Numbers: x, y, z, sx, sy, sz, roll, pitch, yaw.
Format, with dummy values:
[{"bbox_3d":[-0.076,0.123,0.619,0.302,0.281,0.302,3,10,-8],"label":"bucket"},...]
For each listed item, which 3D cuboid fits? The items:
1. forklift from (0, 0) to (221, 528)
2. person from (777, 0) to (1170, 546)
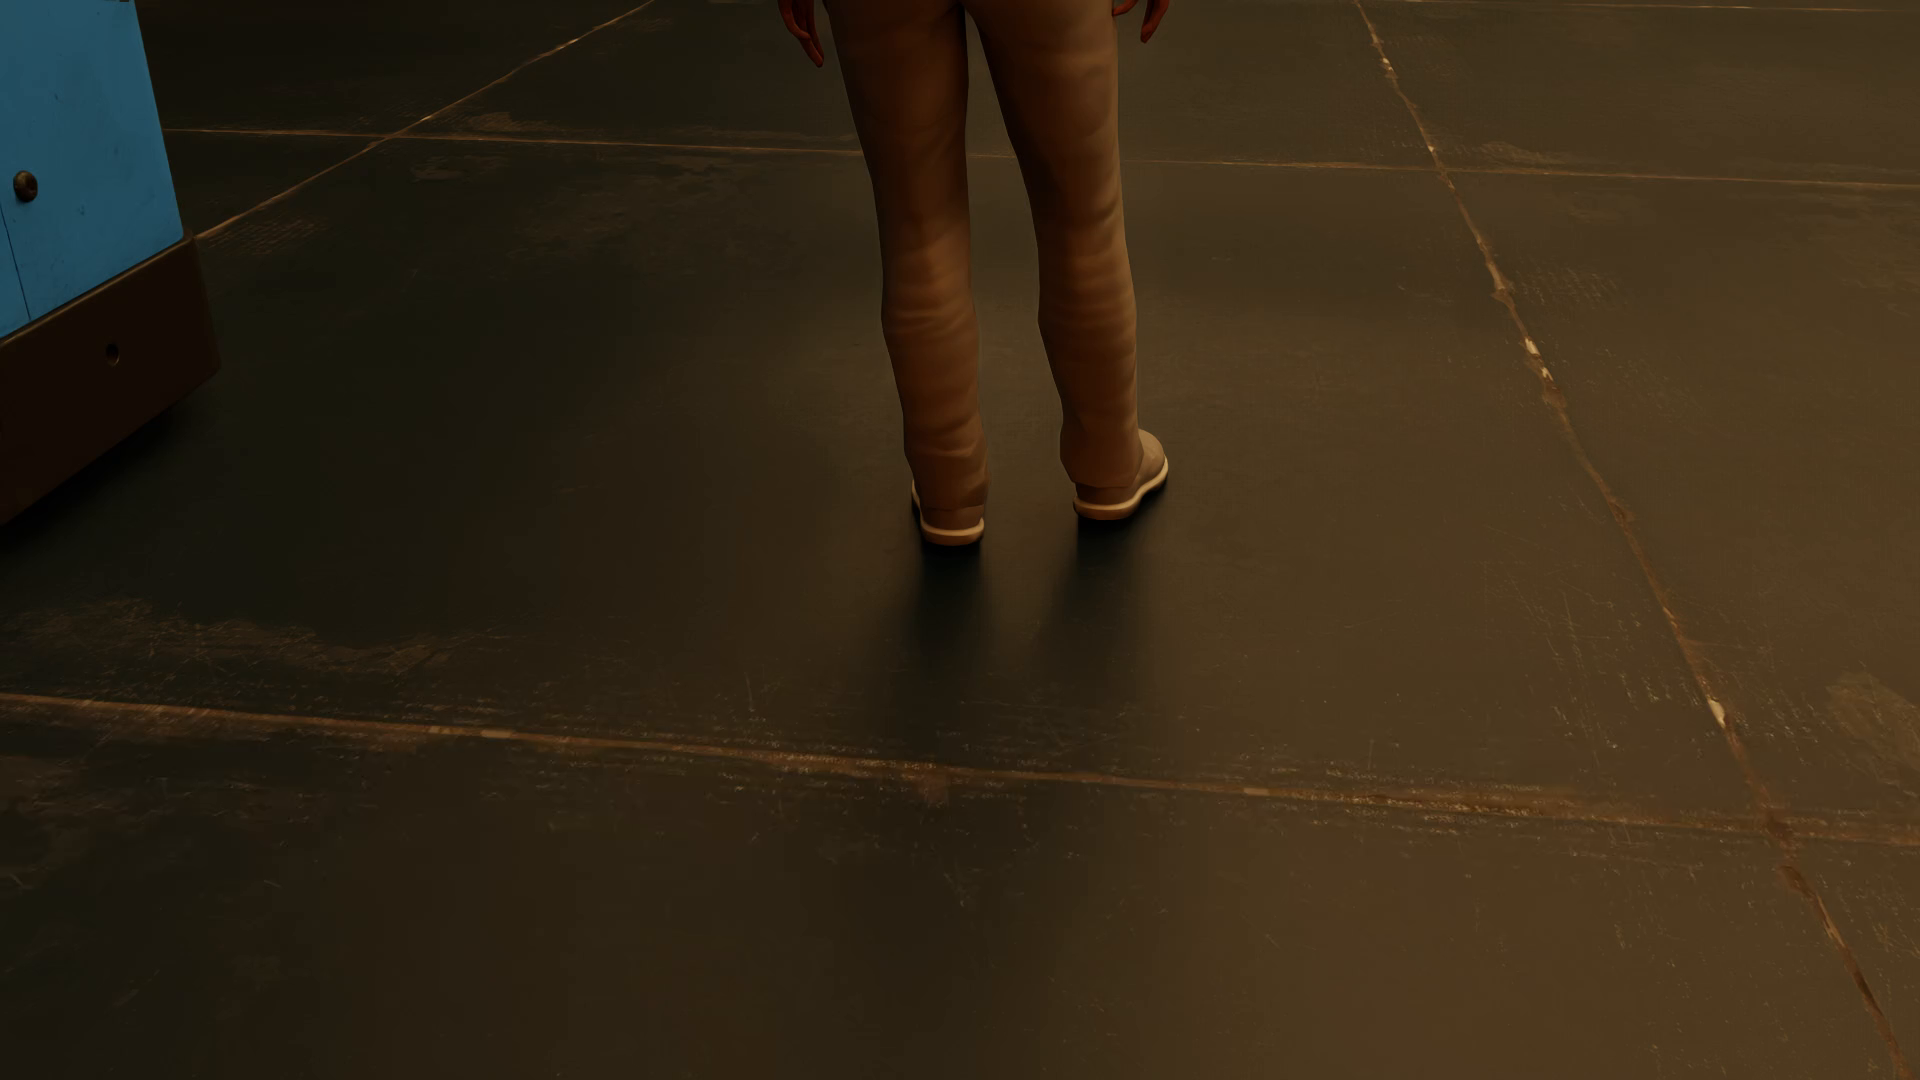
[{"bbox_3d":[-2.857,-1.417,2.057,3.031,2.935,1.130,3,27,5],"label":"forklift"},{"bbox_3d":[0.030,-0.797,2.182,0.570,1.695,0.530,3,27,7],"label":"person"}]
